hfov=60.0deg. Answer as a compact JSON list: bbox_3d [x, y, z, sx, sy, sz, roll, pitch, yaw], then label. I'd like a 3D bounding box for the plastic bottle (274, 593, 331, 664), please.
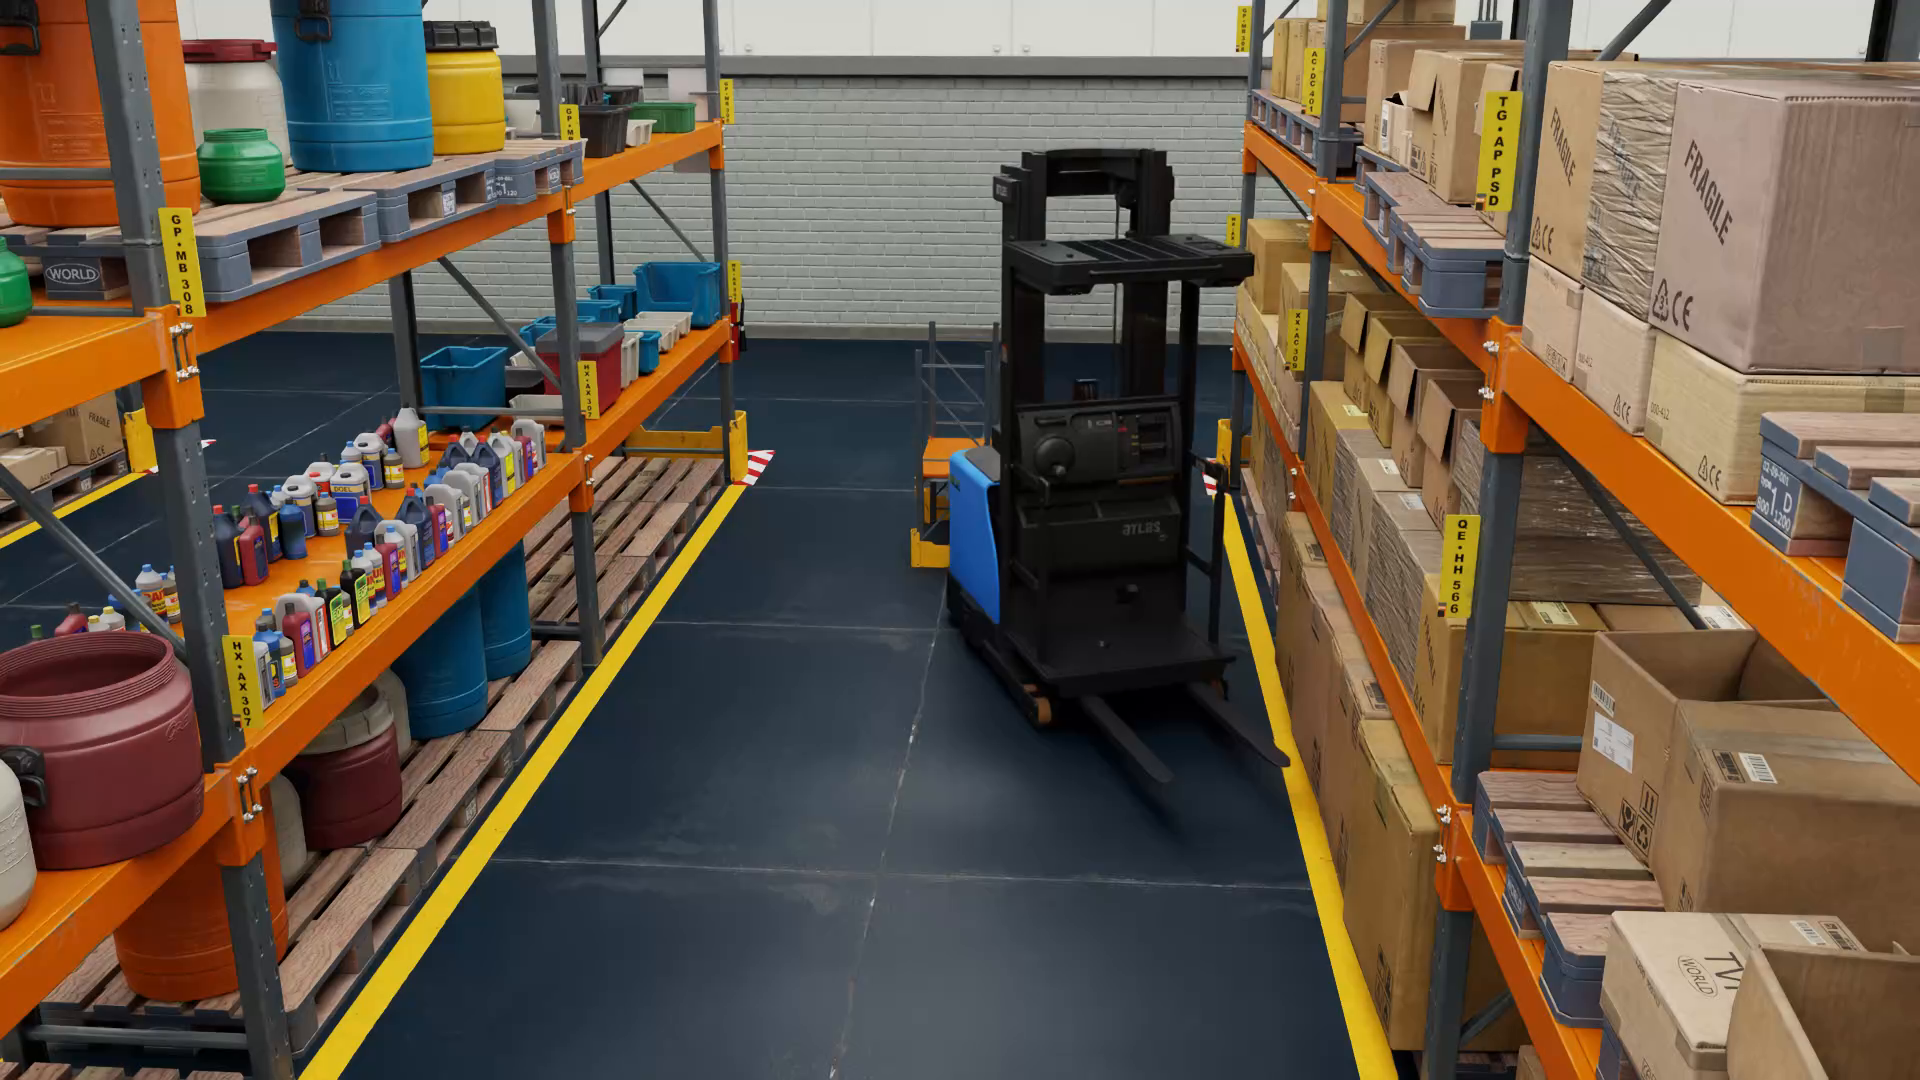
[{"bbox_3d":[-2.501,0.320,6.328,0.152,0.276,0.135,1,18,4],"label":"plastic bottle"}]

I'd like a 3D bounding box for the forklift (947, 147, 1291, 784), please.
[{"bbox_3d":[0.828,-0.528,8.828,1.130,2.935,3.031,-5,19,-16],"label":"forklift"}]

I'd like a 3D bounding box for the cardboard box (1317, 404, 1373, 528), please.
[{"bbox_3d":[2.022,-0.354,8.025,0.500,0.500,0.500,1,18,4],"label":"cardboard box"}]

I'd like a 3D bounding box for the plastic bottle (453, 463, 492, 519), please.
[{"bbox_3d":[-2.369,-0.252,8.073,0.152,0.276,0.135,1,18,4],"label":"plastic bottle"}]

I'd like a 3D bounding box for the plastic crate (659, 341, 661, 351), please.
[{"bbox_3d":[-2.226,-1.329,11.490,0.298,0.136,0.250,1,18,4],"label":"plastic crate"}]

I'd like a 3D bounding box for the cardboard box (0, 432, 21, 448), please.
[{"bbox_3d":[-7.612,-0.649,12.795,0.500,0.250,0.500,1,18,4],"label":"cardboard box"}]

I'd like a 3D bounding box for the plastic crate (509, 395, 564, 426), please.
[{"bbox_3d":[-2.425,-0.755,9.736,0.396,0.136,0.243,1,18,4],"label":"plastic crate"}]

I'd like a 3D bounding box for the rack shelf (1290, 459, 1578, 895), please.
[{"bbox_3d":[2.196,0.363,7.152,1.077,0.370,4.000,1,18,4],"label":"rack shelf"}]

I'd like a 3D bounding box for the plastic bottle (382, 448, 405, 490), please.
[{"bbox_3d":[-2.915,-0.370,8.554,0.097,0.201,0.097,0,18,0],"label":"plastic bottle"}]

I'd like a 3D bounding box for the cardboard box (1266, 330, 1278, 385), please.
[{"bbox_3d":[2.180,-1.132,10.324,0.500,0.250,0.500,2,18,5],"label":"cardboard box"}]

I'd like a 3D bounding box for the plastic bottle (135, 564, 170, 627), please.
[{"bbox_3d":[-3.213,0.230,6.610,0.097,0.271,0.097,0,18,0],"label":"plastic bottle"}]

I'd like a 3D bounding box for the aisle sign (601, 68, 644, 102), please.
[{"bbox_3d":[-2.605,-3.217,12.748,0.394,0.787,0.004,1,18,4],"label":"aisle sign"}]

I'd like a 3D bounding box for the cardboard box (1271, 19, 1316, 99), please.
[{"bbox_3d":[2.482,-3.227,11.142,0.700,0.500,0.500,1,18,2],"label":"cardboard box"}]

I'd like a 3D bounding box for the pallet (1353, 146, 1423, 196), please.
[{"bbox_3d":[2.323,-1.648,7.626,0.805,0.209,1.217,1,18,2],"label":"pallet"}]

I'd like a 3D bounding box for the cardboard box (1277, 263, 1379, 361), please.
[{"bbox_3d":[2.146,-1.330,9.725,0.500,0.500,0.500,1,18,4],"label":"cardboard box"}]

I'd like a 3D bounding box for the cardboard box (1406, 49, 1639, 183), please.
[{"bbox_3d":[2.178,-1.666,6.534,0.797,0.503,0.637,1,18,3],"label":"cardboard box"}]

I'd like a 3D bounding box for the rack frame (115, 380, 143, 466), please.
[{"bbox_3d":[-7.255,-2.064,13.406,1.000,3.000,0.127,1,18,4],"label":"rack frame"}]

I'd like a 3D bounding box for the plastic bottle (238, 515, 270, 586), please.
[{"bbox_3d":[-3.045,0.043,7.161,0.061,0.283,0.133,1,18,4],"label":"plastic bottle"}]

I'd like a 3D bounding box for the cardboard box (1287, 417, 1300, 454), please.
[{"bbox_3d":[2.034,-0.582,9.286,0.380,0.149,0.250,1,18,4],"label":"cardboard box"}]

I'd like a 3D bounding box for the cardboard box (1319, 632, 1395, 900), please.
[{"bbox_3d":[2.194,0.962,6.907,1.225,0.875,0.875,1,18,4],"label":"cardboard box"}]

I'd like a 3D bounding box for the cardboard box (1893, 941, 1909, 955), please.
[{"bbox_3d":[2.202,1.031,3.501,0.396,0.266,0.258,1,18,2],"label":"cardboard box"}]

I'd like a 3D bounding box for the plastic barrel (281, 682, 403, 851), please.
[{"bbox_3d":[-2.789,0.975,7.327,0.600,0.588,0.708,1,18,4],"label":"plastic barrel"}]

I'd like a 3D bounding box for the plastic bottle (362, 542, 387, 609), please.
[{"bbox_3d":[-2.432,0.144,6.874,0.097,0.271,0.097,0,18,0],"label":"plastic bottle"}]

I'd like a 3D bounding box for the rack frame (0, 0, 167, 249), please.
[{"bbox_3d":[-2.888,-2.319,4.548,1.000,3.000,0.127,1,18,4],"label":"rack frame"}]

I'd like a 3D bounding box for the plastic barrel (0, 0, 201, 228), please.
[{"bbox_3d":[-2.844,-1.473,5.420,0.600,0.830,0.708,1,18,4],"label":"plastic barrel"}]

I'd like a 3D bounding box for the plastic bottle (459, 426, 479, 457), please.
[{"bbox_3d":[-2.484,-0.397,8.397,0.144,0.351,0.185,1,18,4],"label":"plastic bottle"}]

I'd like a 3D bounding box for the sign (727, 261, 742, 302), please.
[{"bbox_3d":[-1.764,-2.023,13.017,0.100,0.325,0.005,1,18,4],"label":"sign"}]

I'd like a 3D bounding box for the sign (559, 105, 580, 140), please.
[{"bbox_3d":[-2.052,-2.127,8.765,0.100,0.325,0.005,1,18,4],"label":"sign"}]

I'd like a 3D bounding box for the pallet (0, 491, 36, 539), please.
[{"bbox_3d":[-7.406,-0.090,11.859,1.003,0.211,1.213,1,18,4],"label":"pallet"}]

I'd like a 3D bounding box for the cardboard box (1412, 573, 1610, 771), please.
[{"bbox_3d":[1.841,0.436,5.613,0.500,0.500,0.500,2,18,6],"label":"cardboard box"}]

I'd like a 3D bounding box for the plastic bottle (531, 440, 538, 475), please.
[{"bbox_3d":[-2.288,-0.450,8.797,0.097,0.201,0.097,0,18,0],"label":"plastic bottle"}]

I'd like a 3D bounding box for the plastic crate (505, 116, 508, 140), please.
[{"bbox_3d":[-2.854,-2.346,9.717,0.416,0.233,0.300,1,18,4],"label":"plastic crate"}]

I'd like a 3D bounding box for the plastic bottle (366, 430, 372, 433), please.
[{"bbox_3d":[-3.059,-0.437,8.645,0.097,0.271,0.097,0,18,0],"label":"plastic bottle"}]

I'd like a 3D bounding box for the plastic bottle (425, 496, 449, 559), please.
[{"bbox_3d":[-2.366,-0.068,7.502,0.061,0.283,0.133,1,18,4],"label":"plastic bottle"}]

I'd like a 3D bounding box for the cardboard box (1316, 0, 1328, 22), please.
[{"bbox_3d":[2.471,-3.291,10.133,0.500,0.250,0.500,1,18,2],"label":"cardboard box"}]

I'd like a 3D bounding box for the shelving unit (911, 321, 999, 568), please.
[{"bbox_3d":[-0.005,-0.689,11.617,0.587,1.500,1.083,1,18,4],"label":"shelving unit"}]

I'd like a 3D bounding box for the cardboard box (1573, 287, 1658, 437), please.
[{"bbox_3d":[1.728,-0.412,3.786,0.500,0.250,0.500,2,18,5],"label":"cardboard box"}]

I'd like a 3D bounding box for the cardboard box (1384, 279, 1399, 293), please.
[{"bbox_3d":[2.629,-1.169,9.233,0.500,0.500,0.500,1,18,4],"label":"cardboard box"}]

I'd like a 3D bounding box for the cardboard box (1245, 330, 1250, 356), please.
[{"bbox_3d":[2.219,-1.379,11.719,0.380,0.149,0.250,1,18,3],"label":"cardboard box"}]

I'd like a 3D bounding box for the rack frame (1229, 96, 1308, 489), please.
[{"bbox_3d":[2.626,-1.842,12.727,1.000,3.000,0.127,1,18,4],"label":"rack frame"}]

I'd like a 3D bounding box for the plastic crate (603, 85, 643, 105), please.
[{"bbox_3d":[-2.620,-3.202,12.272,0.497,0.269,0.590,1,18,4],"label":"plastic crate"}]

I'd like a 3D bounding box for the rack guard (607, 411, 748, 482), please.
[{"bbox_3d":[-2.325,-0.772,13.477,1.175,0.500,0.348,1,18,4],"label":"rack guard"}]

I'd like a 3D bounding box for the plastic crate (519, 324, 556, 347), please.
[{"bbox_3d":[-2.776,-1.330,11.337,0.416,0.233,0.300,1,18,4],"label":"plastic crate"}]

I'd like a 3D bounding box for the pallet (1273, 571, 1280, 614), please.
[{"bbox_3d":[2.472,0.491,10.085,1.003,0.211,1.213,1,18,4],"label":"pallet"}]

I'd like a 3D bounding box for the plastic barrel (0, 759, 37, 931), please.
[{"bbox_3d":[-2.748,0.803,4.475,0.421,0.512,0.421,0,18,0],"label":"plastic barrel"}]

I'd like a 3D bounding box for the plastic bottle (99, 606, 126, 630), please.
[{"bbox_3d":[-3.234,0.354,6.344,0.097,0.201,0.097,0,18,0],"label":"plastic bottle"}]

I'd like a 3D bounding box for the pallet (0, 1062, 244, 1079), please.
[{"bbox_3d":[-2.982,2.097,5.184,1.003,0.211,1.213,1,18,4],"label":"pallet"}]

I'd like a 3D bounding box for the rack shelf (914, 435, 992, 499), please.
[{"bbox_3d":[-0.006,-0.515,11.665,0.538,0.185,1.000,1,18,4],"label":"rack shelf"}]

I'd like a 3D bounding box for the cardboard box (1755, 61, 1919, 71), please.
[{"bbox_3d":[2.268,-0.914,4.115,0.500,0.500,0.500,2,18,5],"label":"cardboard box"}]

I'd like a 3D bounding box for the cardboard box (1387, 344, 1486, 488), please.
[{"bbox_3d":[2.212,-0.519,6.918,0.797,0.503,0.637,2,18,6],"label":"cardboard box"}]

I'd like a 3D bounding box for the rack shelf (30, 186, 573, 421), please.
[{"bbox_3d":[-2.744,-1.173,7.022,1.077,0.370,4.000,1,18,4],"label":"rack shelf"}]

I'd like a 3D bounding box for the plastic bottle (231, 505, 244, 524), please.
[{"bbox_3d":[-3.179,-0.001,7.297,0.061,0.283,0.133,1,18,4],"label":"plastic bottle"}]

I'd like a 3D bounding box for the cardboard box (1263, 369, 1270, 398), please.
[{"bbox_3d":[2.126,-0.981,10.504,0.380,0.149,0.250,1,18,3],"label":"cardboard box"}]

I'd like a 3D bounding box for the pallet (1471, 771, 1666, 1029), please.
[{"bbox_3d":[2.108,0.958,4.492,1.213,0.211,1.003,1,18,4],"label":"pallet"}]

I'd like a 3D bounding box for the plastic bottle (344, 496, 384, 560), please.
[{"bbox_3d":[-2.581,-0.013,7.226,0.144,0.351,0.185,1,18,4],"label":"plastic bottle"}]
